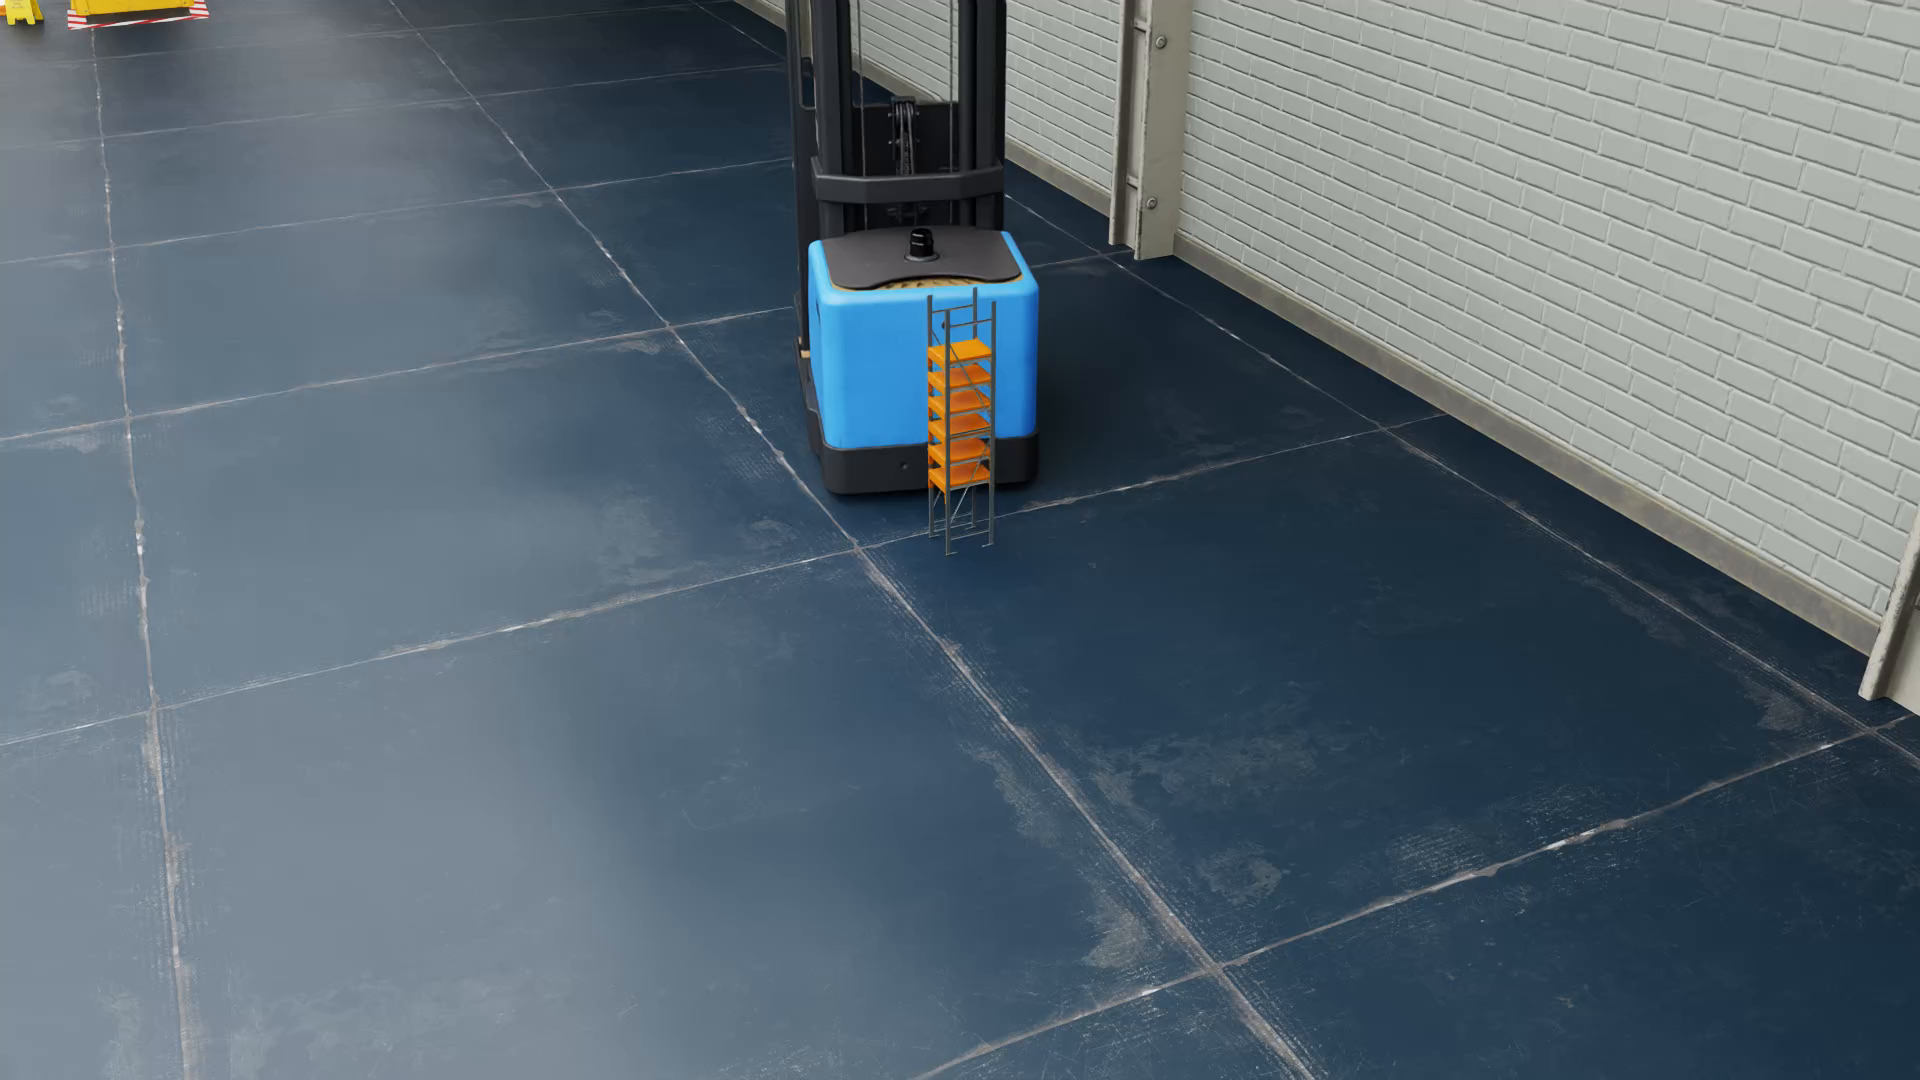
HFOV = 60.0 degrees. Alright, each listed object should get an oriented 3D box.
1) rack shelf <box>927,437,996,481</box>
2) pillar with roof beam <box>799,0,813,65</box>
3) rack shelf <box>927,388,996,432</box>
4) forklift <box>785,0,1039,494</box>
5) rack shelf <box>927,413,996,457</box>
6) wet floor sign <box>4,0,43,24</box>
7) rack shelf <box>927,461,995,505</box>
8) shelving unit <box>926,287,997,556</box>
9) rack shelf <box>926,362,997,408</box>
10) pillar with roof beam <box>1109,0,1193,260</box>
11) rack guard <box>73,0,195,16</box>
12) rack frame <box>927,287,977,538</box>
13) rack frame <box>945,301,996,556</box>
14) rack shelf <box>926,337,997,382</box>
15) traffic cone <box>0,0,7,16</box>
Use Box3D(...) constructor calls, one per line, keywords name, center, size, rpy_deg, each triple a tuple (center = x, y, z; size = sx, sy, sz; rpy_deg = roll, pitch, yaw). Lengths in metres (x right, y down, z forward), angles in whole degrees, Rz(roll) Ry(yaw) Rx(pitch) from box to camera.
Box3D(name="rack shelf", center=(0.006, -0.374, 7.526), size=(0.258, 0.103, 0.180), rpy_deg=(-13, 32, -22))
Box3D(name="pillar with roof beam", center=(-5.226, -7.652, 12.196), size=(9.100, 9.000, 0.400), rpy_deg=(-13, 32, -22))
Box3D(name="rack shelf", center=(0.006, -0.583, 7.408), size=(0.258, 0.103, 0.180), rpy_deg=(-13, 32, -22))
Box3D(name="forklift", center=(-0.351, -2.199, 8.674), size=(1.130, 2.935, 3.031), rpy_deg=(-4, 30, -8))
Box3D(name="rack shelf", center=(0.006, -0.478, 7.467), size=(0.258, 0.103, 0.180), rpy_deg=(-13, 32, -22))
Box3D(name="wet floor sign", center=(-9.795, -5.714, 17.280), size=(0.267, 0.644, 0.232), rpy_deg=(-3, 29, -5))
Box3D(name="rack shelf", center=(0.006, -0.269, 7.584), size=(0.258, 0.103, 0.180), rpy_deg=(-13, 32, -22))
Box3D(name="shelving unit", center=(0.006, -0.517, 7.445), size=(0.258, 1.200, 0.189), rpy_deg=(-13, 32, -22))
Box3D(name="rack shelf", center=(0.006, -0.688, 7.349), size=(0.258, 0.103, 0.180), rpy_deg=(-13, 32, -22))
Box3D(name="pillar with roof beam", center=(-2.650, -5.002, 7.469), size=(9.100, 9.000, 0.400), rpy_deg=(-13, 32, -22))
Box3D(name="rack guard", center=(-8.943, -5.993, 17.926), size=(1.175, 0.500, 0.348), rpy_deg=(-13, 32, -22))
Box3D(name="rack frame", center=(-0.033, -0.557, 7.517), size=(0.240, 1.200, 0.006), rpy_deg=(-13, 32, -22))
Box3D(name="rack frame", center=(0.046, -0.477, 7.373), size=(0.240, 1.200, 0.006), rpy_deg=(-13, 32, -22))
Box3D(name="rack shelf", center=(0.006, -0.792, 7.291), size=(0.258, 0.103, 0.180), rpy_deg=(-13, 32, -22))
Box3D(name="traffic cone", center=(-10.260, -5.862, 17.731), size=(0.336, 0.463, 0.334), rpy_deg=(-13, 32, -22))
